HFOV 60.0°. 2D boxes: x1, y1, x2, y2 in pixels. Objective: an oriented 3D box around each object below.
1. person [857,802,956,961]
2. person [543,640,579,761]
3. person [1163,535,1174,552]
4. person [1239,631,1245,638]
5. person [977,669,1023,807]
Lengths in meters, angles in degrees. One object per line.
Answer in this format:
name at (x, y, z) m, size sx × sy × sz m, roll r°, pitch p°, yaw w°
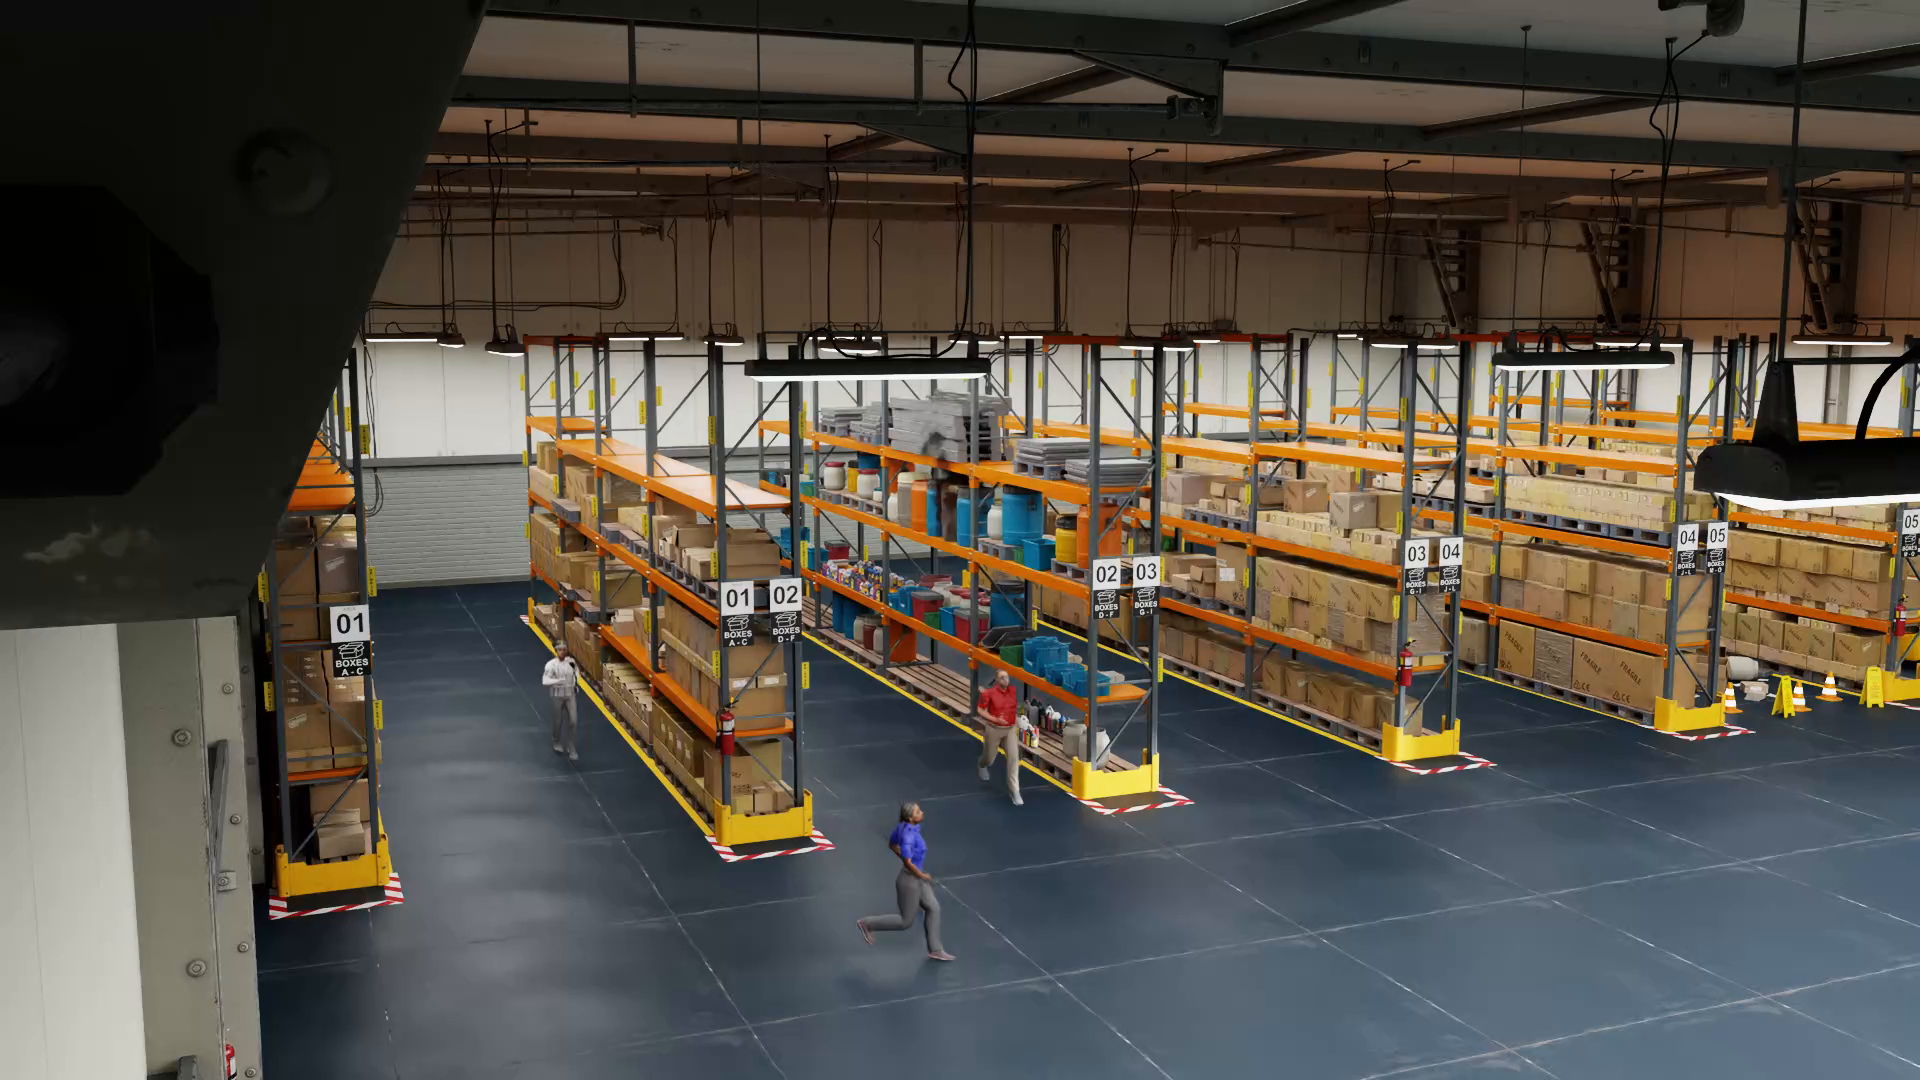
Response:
person at (-0.525, 3.428, 16.408) m, size 0.975 × 1.555 × 0.555 m, roll 0°, pitch 8°, yaw 1°
person at (-5.748, 2.291, 24.080) m, size 0.596 × 1.740 × 0.720 m, roll -4°, pitch 9°, yaw -27°
person at (5.306, -0.183, 42.483) m, size 0.652 × 1.759 × 0.950 m, roll 6°, pitch 10°, yaw 39°
person at (5.570, 1.220, 31.953) m, size 0.680 × 1.721 × 0.593 m, roll -4°, pitch 9°, yaw -30°
person at (0.516, 2.569, 22.066) m, size 0.632 × 1.746 × 1.086 m, roll -3°, pitch 8°, yaw -19°
